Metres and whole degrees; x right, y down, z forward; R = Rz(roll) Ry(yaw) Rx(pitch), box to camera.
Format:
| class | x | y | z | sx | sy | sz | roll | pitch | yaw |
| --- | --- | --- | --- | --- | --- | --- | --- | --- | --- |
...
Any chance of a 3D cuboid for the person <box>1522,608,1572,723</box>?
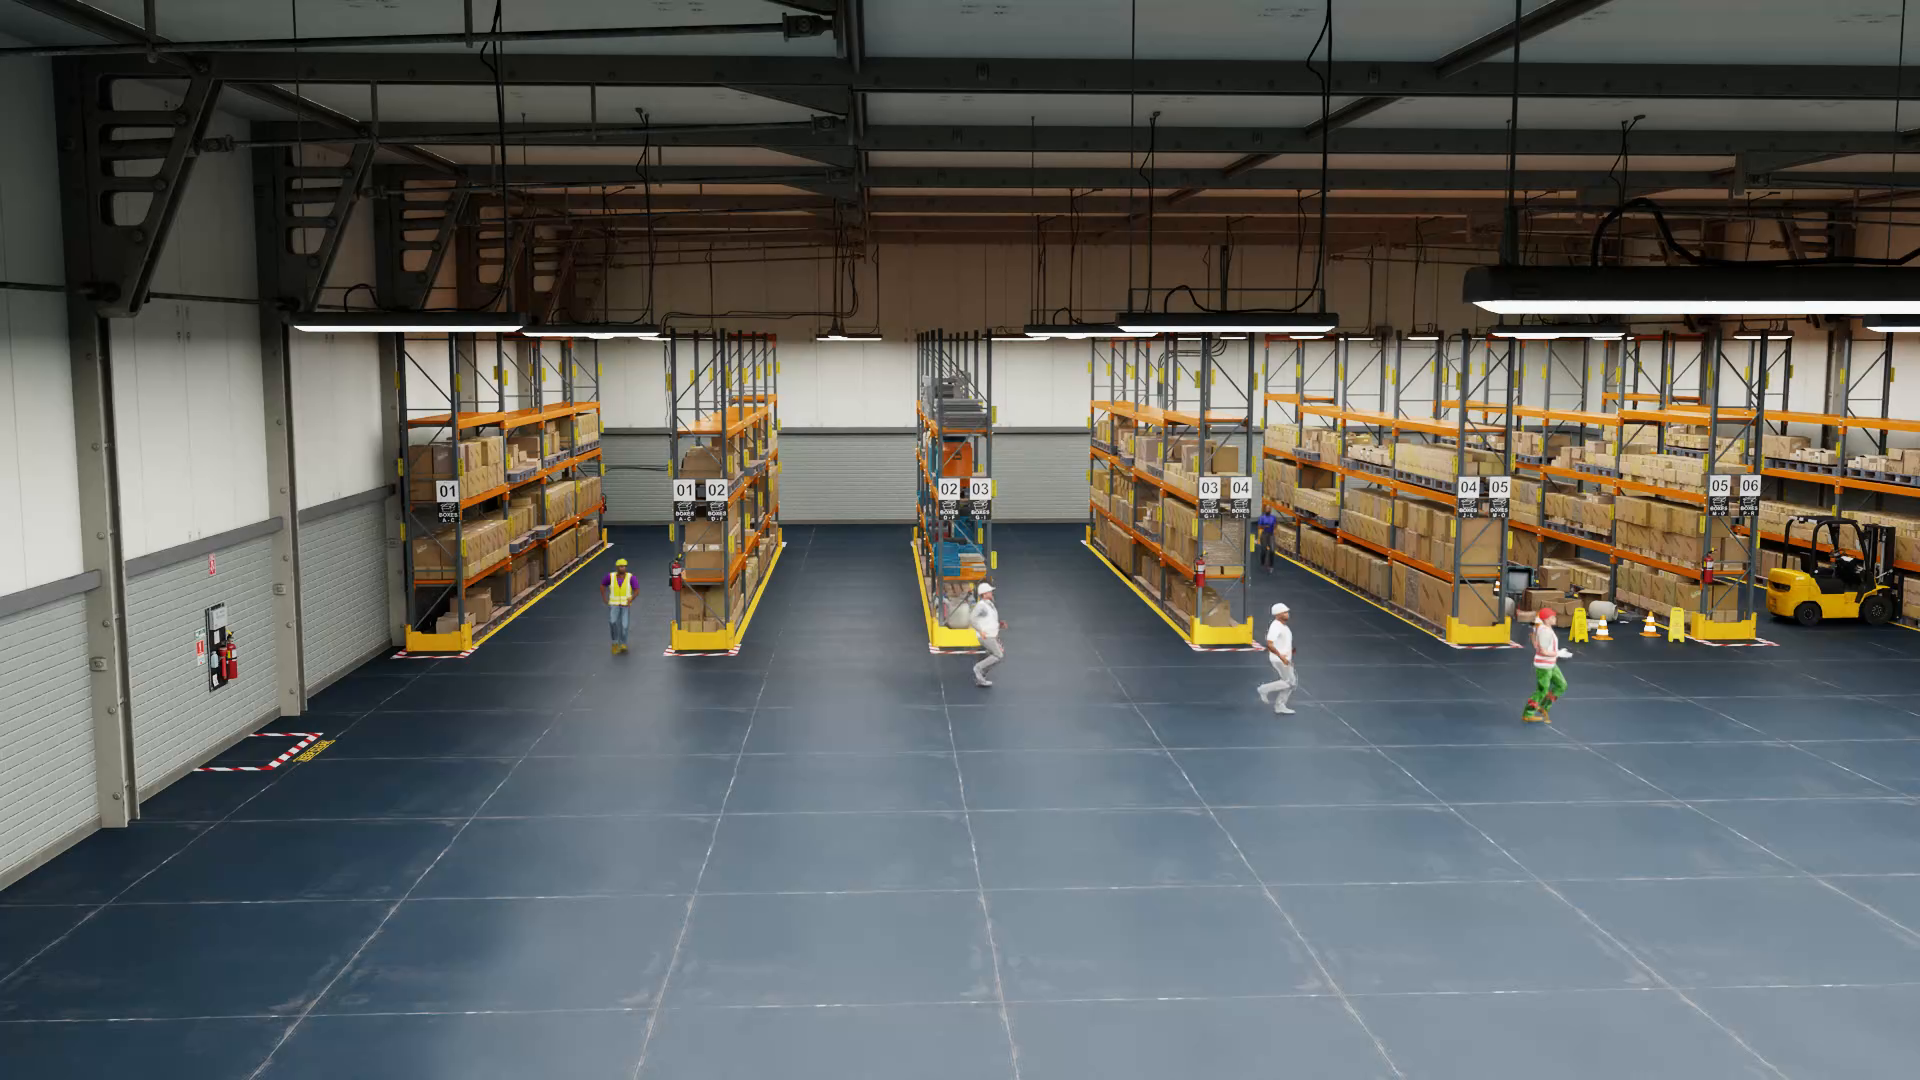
| class | x | y | z | sx | sy | sz | roll | pitch | yaw |
| --- | --- | --- | --- | --- | --- | --- | --- | --- | --- |
| person | 8.844 | 1.902 | 25.003 | 0.692 | 1.784 | 0.628 | 3 | 7 | 26 |

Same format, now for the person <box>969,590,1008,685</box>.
| class | x | y | z | sx | sy | sz | roll | pitch | yaw |
| --- | --- | --- | --- | --- | --- | --- | --- | --- | --- |
| person | 0.505 | 1.612 | 27.807 | 0.575 | 1.675 | 0.645 | 2 | 7 | 17 |

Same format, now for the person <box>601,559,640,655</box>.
| class | x | y | z | sx | sy | sz | roll | pitch | yaw |
| --- | --- | --- | --- | --- | --- | --- | --- | --- | --- |
| person | -6.304 | 1.229 | 30.879 | 0.714 | 1.772 | 0.674 | -1 | 7 | -11 |

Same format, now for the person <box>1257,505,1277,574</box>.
| class | x | y | z | sx | sy | sz | roll | pitch | yaw |
| --- | --- | --- | --- | --- | --- | --- | --- | --- | --- |
| person | 7.733 | -0.020 | 41.779 | 0.560 | 1.713 | 0.667 | 0 | 7 | -2 |

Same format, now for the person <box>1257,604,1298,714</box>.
| class | x | y | z | sx | sy | sz | roll | pitch | yaw |
| --- | --- | --- | --- | --- | --- | --- | --- | --- | --- |
| person | 4.937 | 1.837 | 25.820 | 0.589 | 1.721 | 0.702 | 2 | 7 | 18 |
